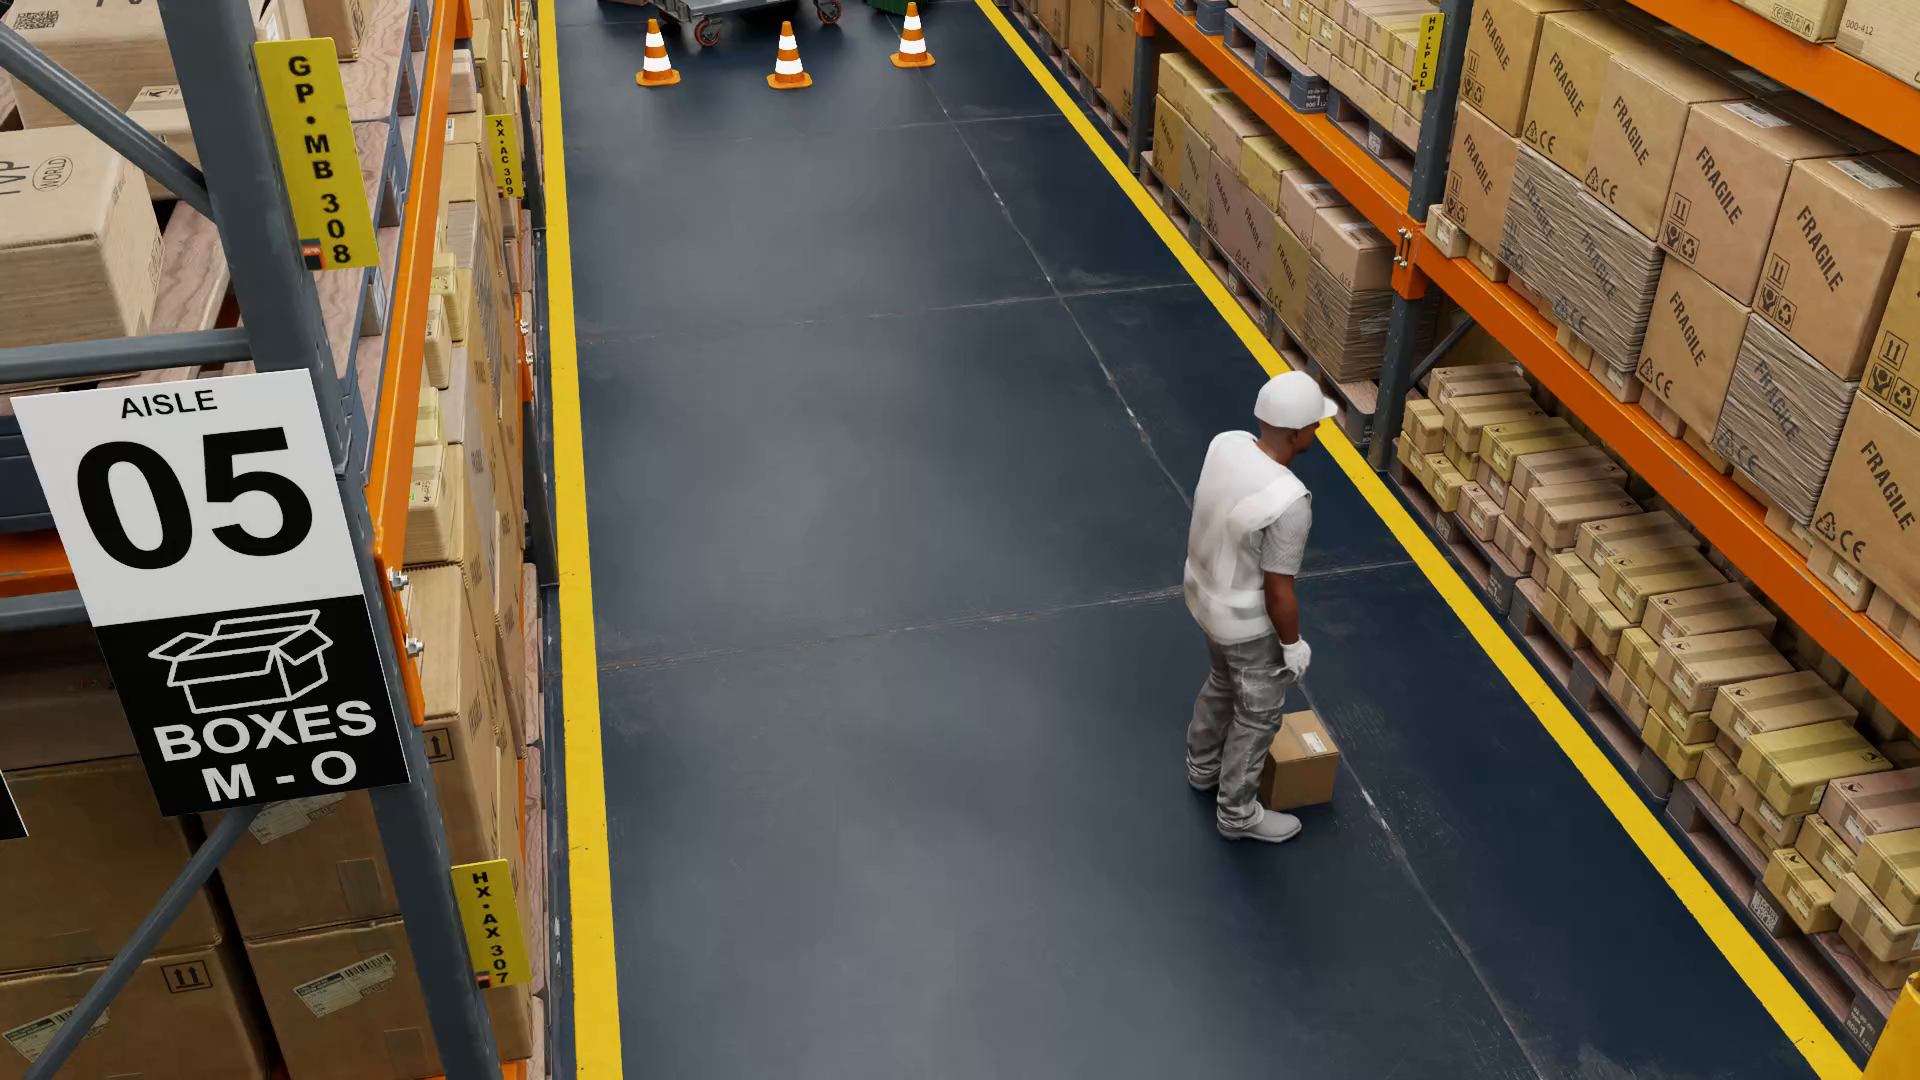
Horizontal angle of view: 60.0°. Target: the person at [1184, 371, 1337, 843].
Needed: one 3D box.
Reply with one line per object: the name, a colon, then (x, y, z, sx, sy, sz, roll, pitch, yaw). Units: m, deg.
person: (1.017, 0.229, 5.794, 0.444, 1.774, 0.629, -9, 35, -13)
